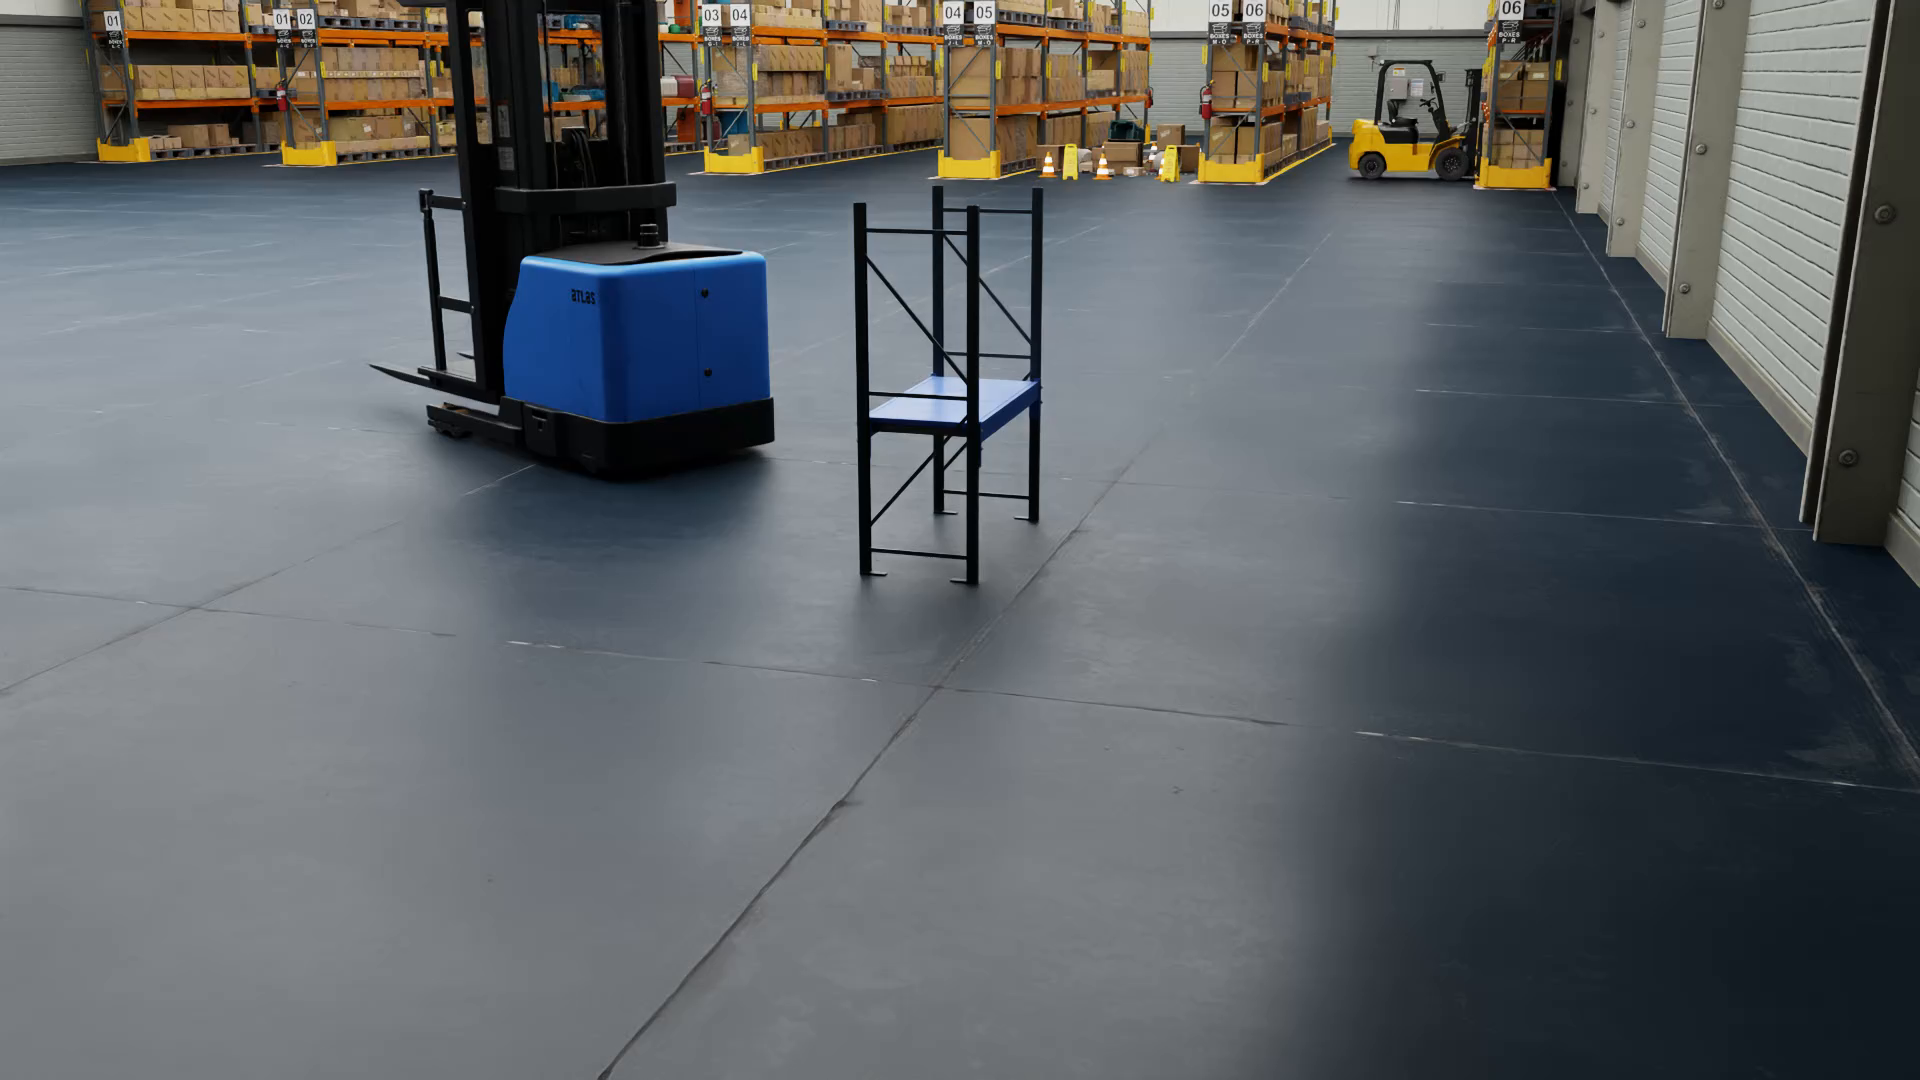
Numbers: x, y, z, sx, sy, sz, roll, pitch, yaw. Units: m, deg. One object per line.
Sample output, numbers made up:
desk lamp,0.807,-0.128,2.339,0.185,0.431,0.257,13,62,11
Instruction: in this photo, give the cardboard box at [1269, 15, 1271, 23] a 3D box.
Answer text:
cardboard box,5.580,-9.689,30.956,0.380,0.149,0.250,4,16,14

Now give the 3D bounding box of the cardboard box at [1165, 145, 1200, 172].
cardboard box,4.486,-7.697,33.545,0.500,0.500,0.500,-10,19,-32

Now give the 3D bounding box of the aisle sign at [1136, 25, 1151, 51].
aisle sign,5.039,-13.817,45.780,0.394,0.787,0.004,5,16,16

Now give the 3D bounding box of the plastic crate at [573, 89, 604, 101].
plastic crate,-8.209,-9.844,36.809,0.499,0.251,0.616,5,16,16

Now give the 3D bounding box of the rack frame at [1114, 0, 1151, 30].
rack frame,4.731,-15.456,45.331,1.000,3.000,0.127,5,16,16

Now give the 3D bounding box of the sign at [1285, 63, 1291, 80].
sign,6.618,-9.450,33.561,0.100,0.325,0.005,5,16,16

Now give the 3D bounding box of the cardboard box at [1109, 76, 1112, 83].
cardboard box,3.597,-11.559,41.732,0.380,0.149,0.250,5,17,16

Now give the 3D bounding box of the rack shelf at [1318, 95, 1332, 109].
rack shelf,8.937,-11.343,43.143,1.077,0.370,4.000,5,16,16

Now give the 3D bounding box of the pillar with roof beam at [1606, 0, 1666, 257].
pillar with roof beam,3.243,-7.835,18.463,9.100,9.000,0.400,5,16,16

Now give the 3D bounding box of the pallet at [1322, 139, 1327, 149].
pallet,9.005,-10.338,43.389,1.003,0.211,1.213,5,16,16

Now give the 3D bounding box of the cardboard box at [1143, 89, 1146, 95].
cardboard box,4.909,-12.342,45.806,0.380,0.149,0.250,5,16,16

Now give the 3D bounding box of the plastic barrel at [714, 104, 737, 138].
plastic barrel,-6.253,-11.185,44.342,0.600,0.901,0.708,5,16,16

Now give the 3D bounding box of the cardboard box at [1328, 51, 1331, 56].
cardboard box,9.554,-12.802,43.763,0.380,0.149,0.250,4,16,15

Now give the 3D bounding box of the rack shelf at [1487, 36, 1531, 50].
rack shelf,13.697,-12.402,41.380,1.077,0.370,4.000,5,16,16

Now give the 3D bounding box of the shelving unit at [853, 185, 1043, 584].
shelving unit,-0.024,-0.699,7.046,0.538,1.500,1.048,5,16,16

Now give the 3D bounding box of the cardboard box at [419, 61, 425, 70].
cardboard box,-15.422,-13.373,46.843,0.500,0.250,0.500,5,17,17

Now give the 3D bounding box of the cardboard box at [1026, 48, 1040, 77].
cardboard box,1.138,-9.775,34.043,0.875,0.550,0.550,5,16,16

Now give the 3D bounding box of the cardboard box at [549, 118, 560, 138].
cardboard box,-11.072,-11.032,44.500,0.500,0.500,0.500,4,16,15

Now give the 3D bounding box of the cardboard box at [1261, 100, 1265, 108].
cardboard box,5.465,-8.109,30.881,0.380,0.149,0.250,4,16,14

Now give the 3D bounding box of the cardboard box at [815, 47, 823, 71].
cardboard box,-3.270,-10.375,35.849,0.500,0.500,0.500,5,16,16

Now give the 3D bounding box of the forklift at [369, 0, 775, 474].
forklift,-2.393,-2.068,9.250,1.130,2.935,3.031,-15,22,-43

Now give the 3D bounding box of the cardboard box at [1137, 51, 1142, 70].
cardboard box,4.556,-12.834,44.519,0.500,0.500,0.500,6,17,19

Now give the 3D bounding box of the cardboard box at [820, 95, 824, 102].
cardboard box,-3.185,-9.642,36.286,0.380,0.149,0.250,5,16,16

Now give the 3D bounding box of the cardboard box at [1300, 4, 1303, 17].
cardboard box,6.789,-10.901,34.272,0.500,0.250,0.500,4,16,15

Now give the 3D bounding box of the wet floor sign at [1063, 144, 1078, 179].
wet floor sign,2.074,-7.090,31.144,0.267,0.644,0.232,2,16,6

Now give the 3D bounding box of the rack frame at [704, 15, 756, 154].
rack frame,-4.543,-8.795,32.841,1.000,3.000,0.127,5,16,16

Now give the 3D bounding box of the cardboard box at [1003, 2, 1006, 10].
cardboard box,0.661,-10.088,31.409,0.380,0.149,0.250,5,17,16

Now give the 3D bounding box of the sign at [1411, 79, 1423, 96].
sign,13.591,-13.459,49.457,0.329,0.494,0.001,5,16,16

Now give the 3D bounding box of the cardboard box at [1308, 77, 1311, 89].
cardboard box,7.914,-10.666,38.795,0.500,0.250,0.500,5,16,16

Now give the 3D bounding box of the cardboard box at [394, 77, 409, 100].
cardboard box,-13.166,-10.404,38.329,0.700,0.500,0.500,4,16,15

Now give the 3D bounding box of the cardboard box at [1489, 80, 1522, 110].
cardboard box,9.607,-7.840,29.290,0.500,0.500,0.500,4,16,15

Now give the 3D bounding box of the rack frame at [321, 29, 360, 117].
rack frame,-16.516,-12.040,44.282,1.000,3.000,0.127,5,16,16

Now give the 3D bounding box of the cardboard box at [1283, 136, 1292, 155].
cardboard box,6.639,-8.519,35.912,0.950,0.372,0.625,5,17,18

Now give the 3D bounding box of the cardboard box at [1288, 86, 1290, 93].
cardboard box,6.635,-9.339,34.449,0.380,0.149,0.250,5,17,17

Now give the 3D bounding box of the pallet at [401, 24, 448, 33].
pallet,-12.664,-12.194,39.676,0.805,0.209,1.217,4,16,14

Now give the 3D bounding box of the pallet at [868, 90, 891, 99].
pallet,-2.370,-10.601,39.559,1.213,0.211,1.003,5,16,16

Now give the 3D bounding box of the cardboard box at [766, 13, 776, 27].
cardboard box,-4.017,-10.407,33.303,0.500,0.250,0.500,4,16,15

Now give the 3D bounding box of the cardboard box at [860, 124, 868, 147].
cardboard box,-2.586,-9.574,39.362,0.700,0.500,0.500,3,16,11

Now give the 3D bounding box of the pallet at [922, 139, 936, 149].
pallet,-1.279,-10.385,43.557,1.003,0.211,1.213,5,16,16

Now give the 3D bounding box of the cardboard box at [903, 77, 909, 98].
cardboard box,-1.584,-11.312,41.530,0.500,0.500,0.500,4,16,15

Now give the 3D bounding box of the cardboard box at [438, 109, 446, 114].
cardboard box,-15.301,-12.564,48.749,0.380,0.149,0.250,5,16,16

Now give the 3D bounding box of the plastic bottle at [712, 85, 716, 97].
plastic bottle,-6.306,-11.517,42.651,0.061,0.283,0.133,5,16,16

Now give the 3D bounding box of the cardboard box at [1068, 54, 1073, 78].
cardboard box,2.178,-10.757,37.742,0.700,0.500,0.500,4,16,15

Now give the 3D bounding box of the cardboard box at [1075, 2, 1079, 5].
cardboard box,2.669,-12.801,39.879,0.396,0.266,0.258,5,16,16

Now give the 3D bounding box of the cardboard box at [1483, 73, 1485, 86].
cardboard box,12.630,-10.788,38.912,0.700,0.500,0.500,5,17,16

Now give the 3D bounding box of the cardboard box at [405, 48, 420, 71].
cardboard box,-13.023,-11.166,38.640,0.700,0.500,0.500,5,17,16

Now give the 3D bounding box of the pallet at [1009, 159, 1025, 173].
pallet,0.685,-7.576,33.652,1.003,0.211,1.213,5,16,16

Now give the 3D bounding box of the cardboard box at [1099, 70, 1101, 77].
cardboard box,3.221,-11.359,40.481,0.380,0.149,0.250,4,16,15

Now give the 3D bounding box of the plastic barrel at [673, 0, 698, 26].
plastic barrel,-6.854,-13.272,41.571,0.600,0.830,0.708,5,16,16

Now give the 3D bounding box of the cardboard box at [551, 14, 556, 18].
cardboard box,-11.219,-13.970,44.451,0.600,0.600,0.600,4,16,14

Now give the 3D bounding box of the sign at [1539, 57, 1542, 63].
sign,12.525,-10.251,35.850,0.100,0.325,0.005,5,16,16
